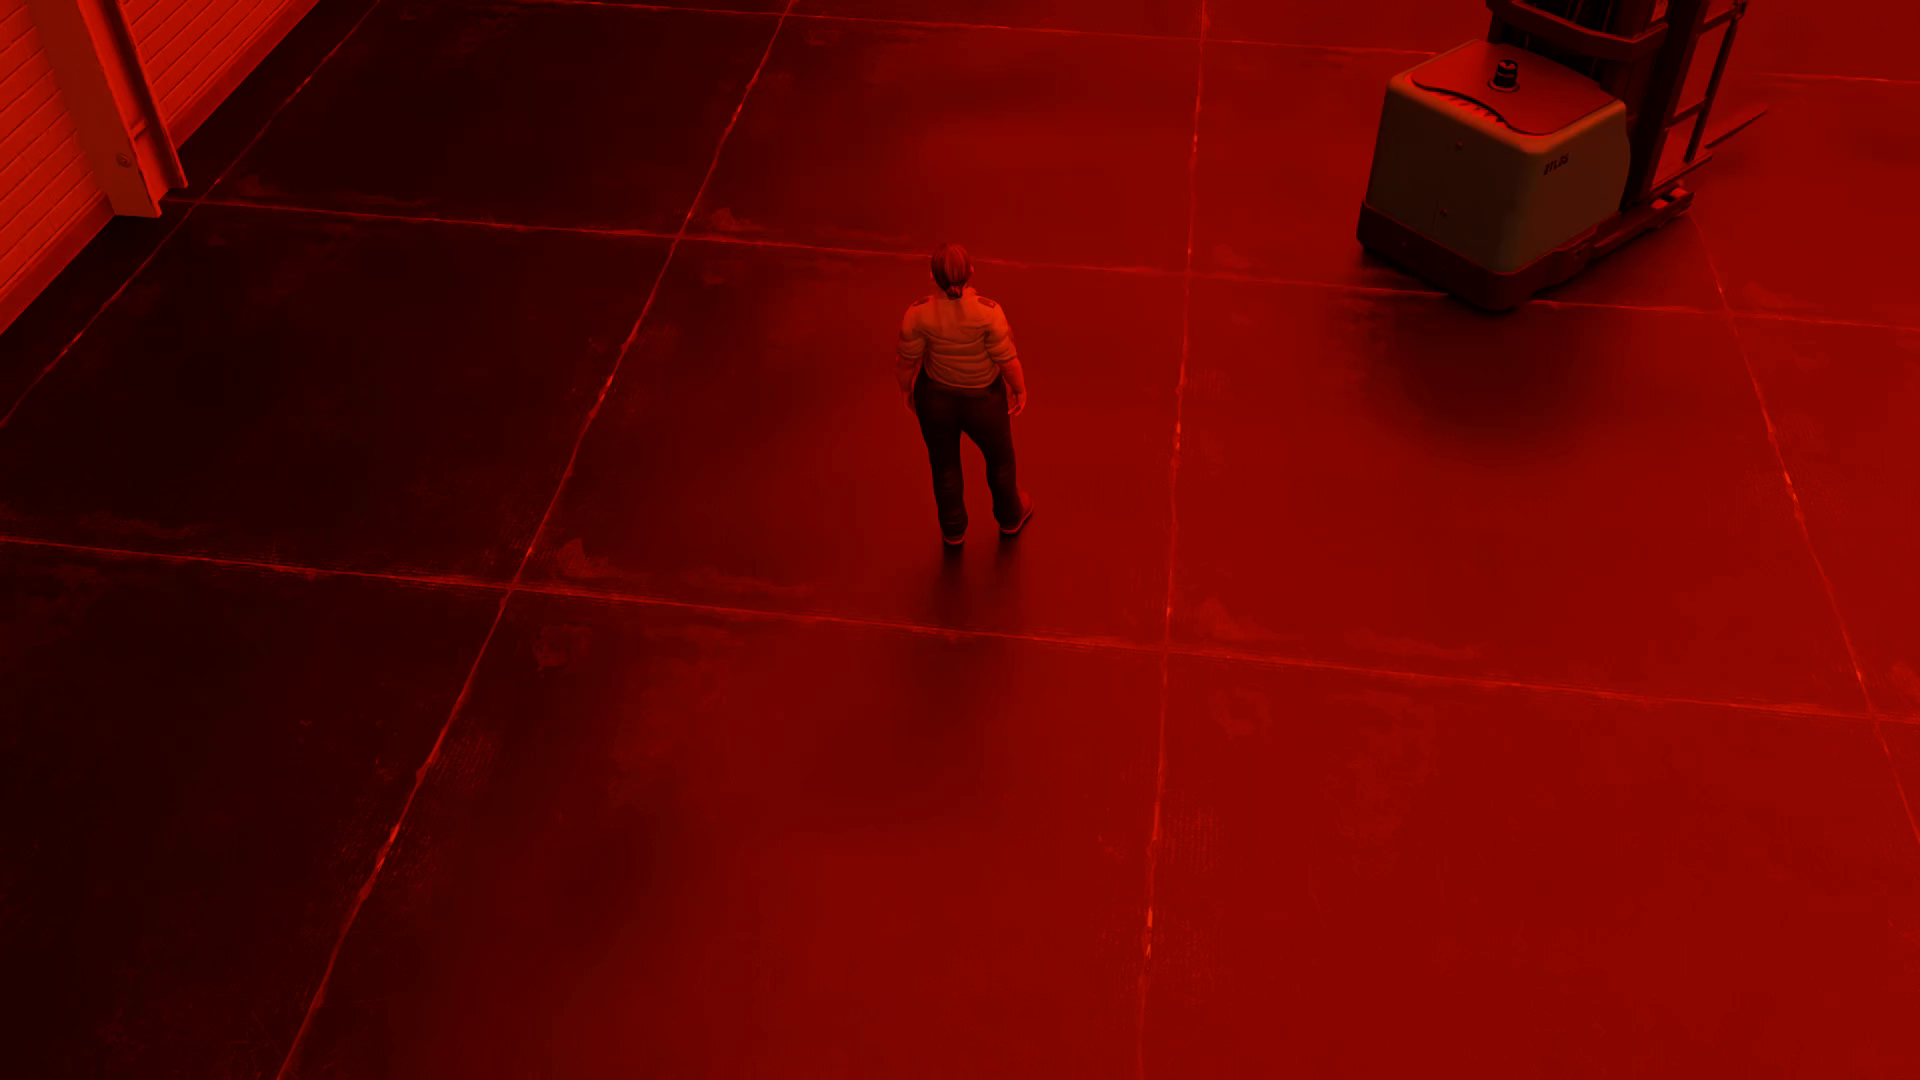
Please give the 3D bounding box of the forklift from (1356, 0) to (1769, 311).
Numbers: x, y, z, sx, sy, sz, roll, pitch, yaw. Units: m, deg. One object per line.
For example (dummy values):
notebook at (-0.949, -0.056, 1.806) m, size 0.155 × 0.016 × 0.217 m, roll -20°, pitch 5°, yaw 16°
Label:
forklift at (3.768, -3.187, 9.193) m, size 3.031 × 2.935 × 1.130 m, roll -29°, pitch 50°, yaw -28°

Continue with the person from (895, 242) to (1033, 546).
person at (0.035, -0.670, 7.392) m, size 0.598 × 1.651 × 0.502 m, roll 5°, pitch 43°, yaw 6°
